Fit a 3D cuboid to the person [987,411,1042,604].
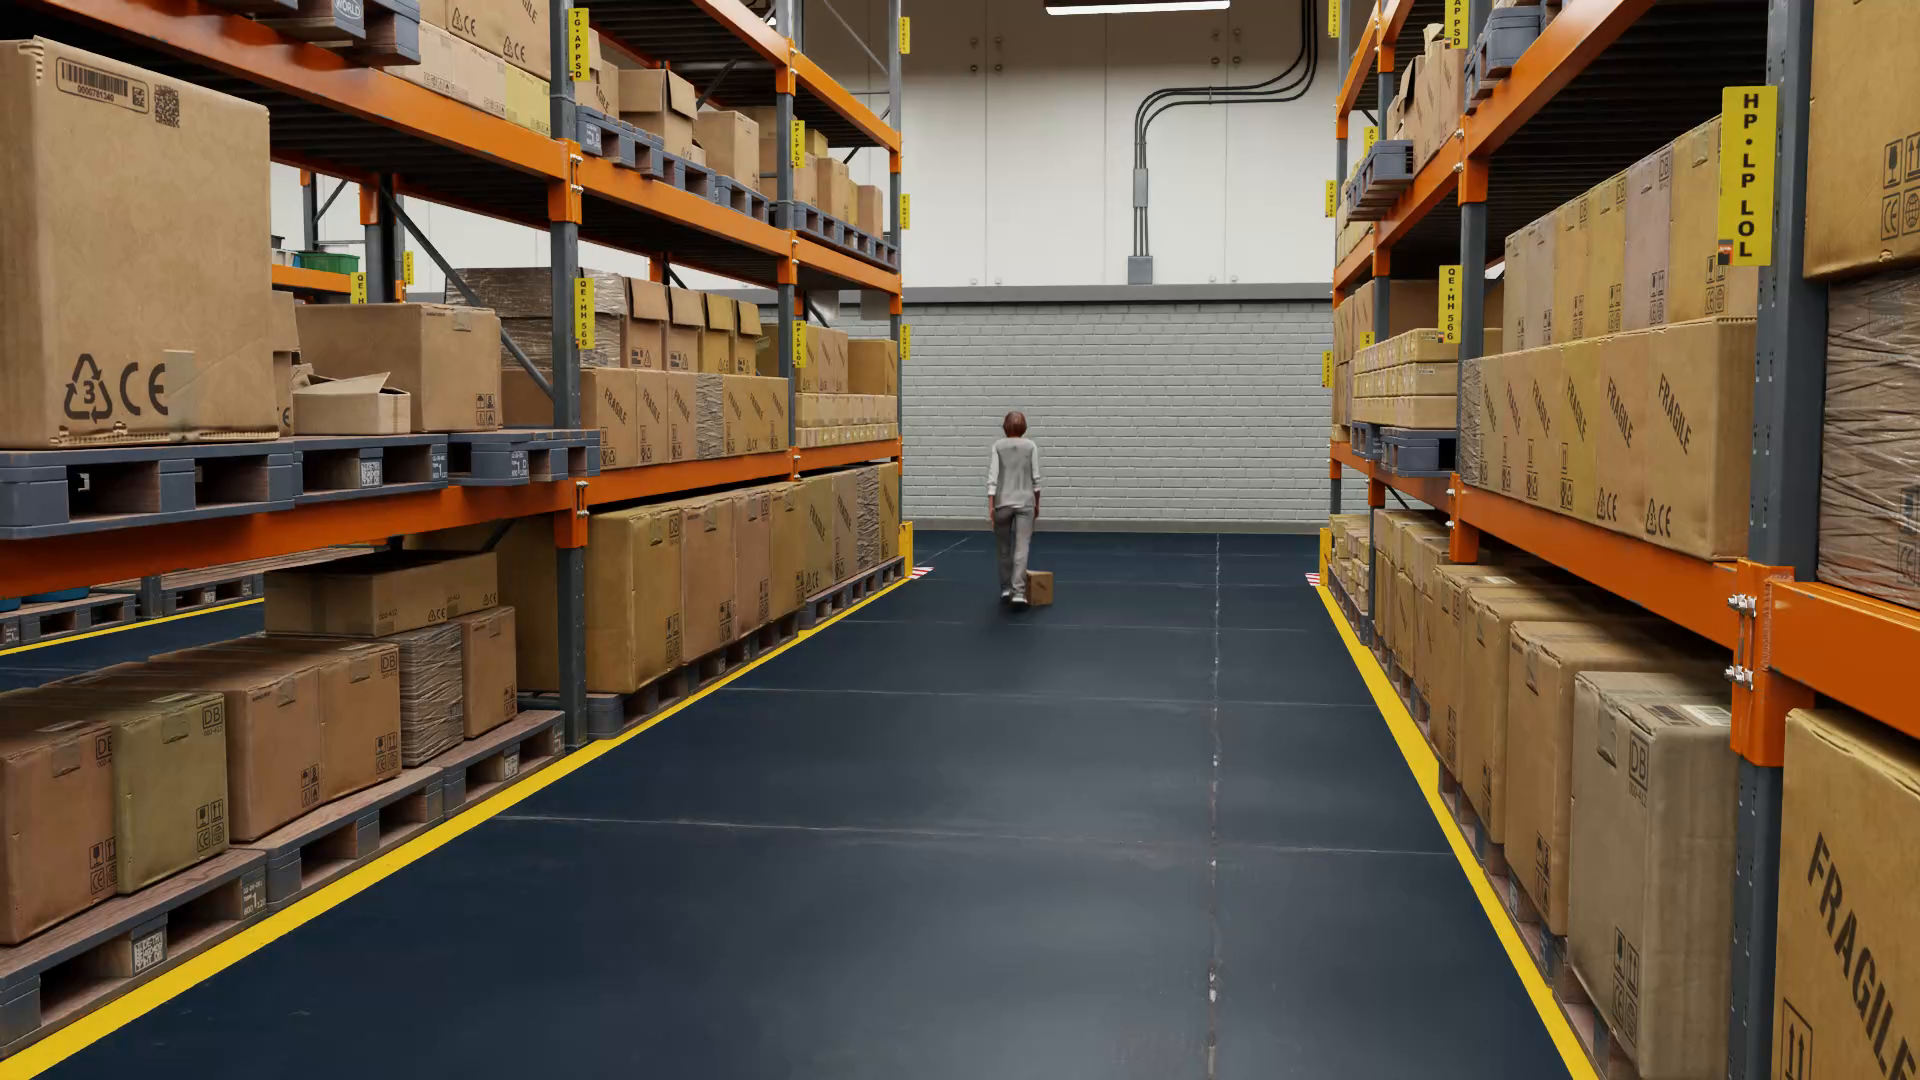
[{"bbox_3d":[0.437,-0.263,13.360,0.431,1.523,0.984,0,5,5],"label":"person"}]
